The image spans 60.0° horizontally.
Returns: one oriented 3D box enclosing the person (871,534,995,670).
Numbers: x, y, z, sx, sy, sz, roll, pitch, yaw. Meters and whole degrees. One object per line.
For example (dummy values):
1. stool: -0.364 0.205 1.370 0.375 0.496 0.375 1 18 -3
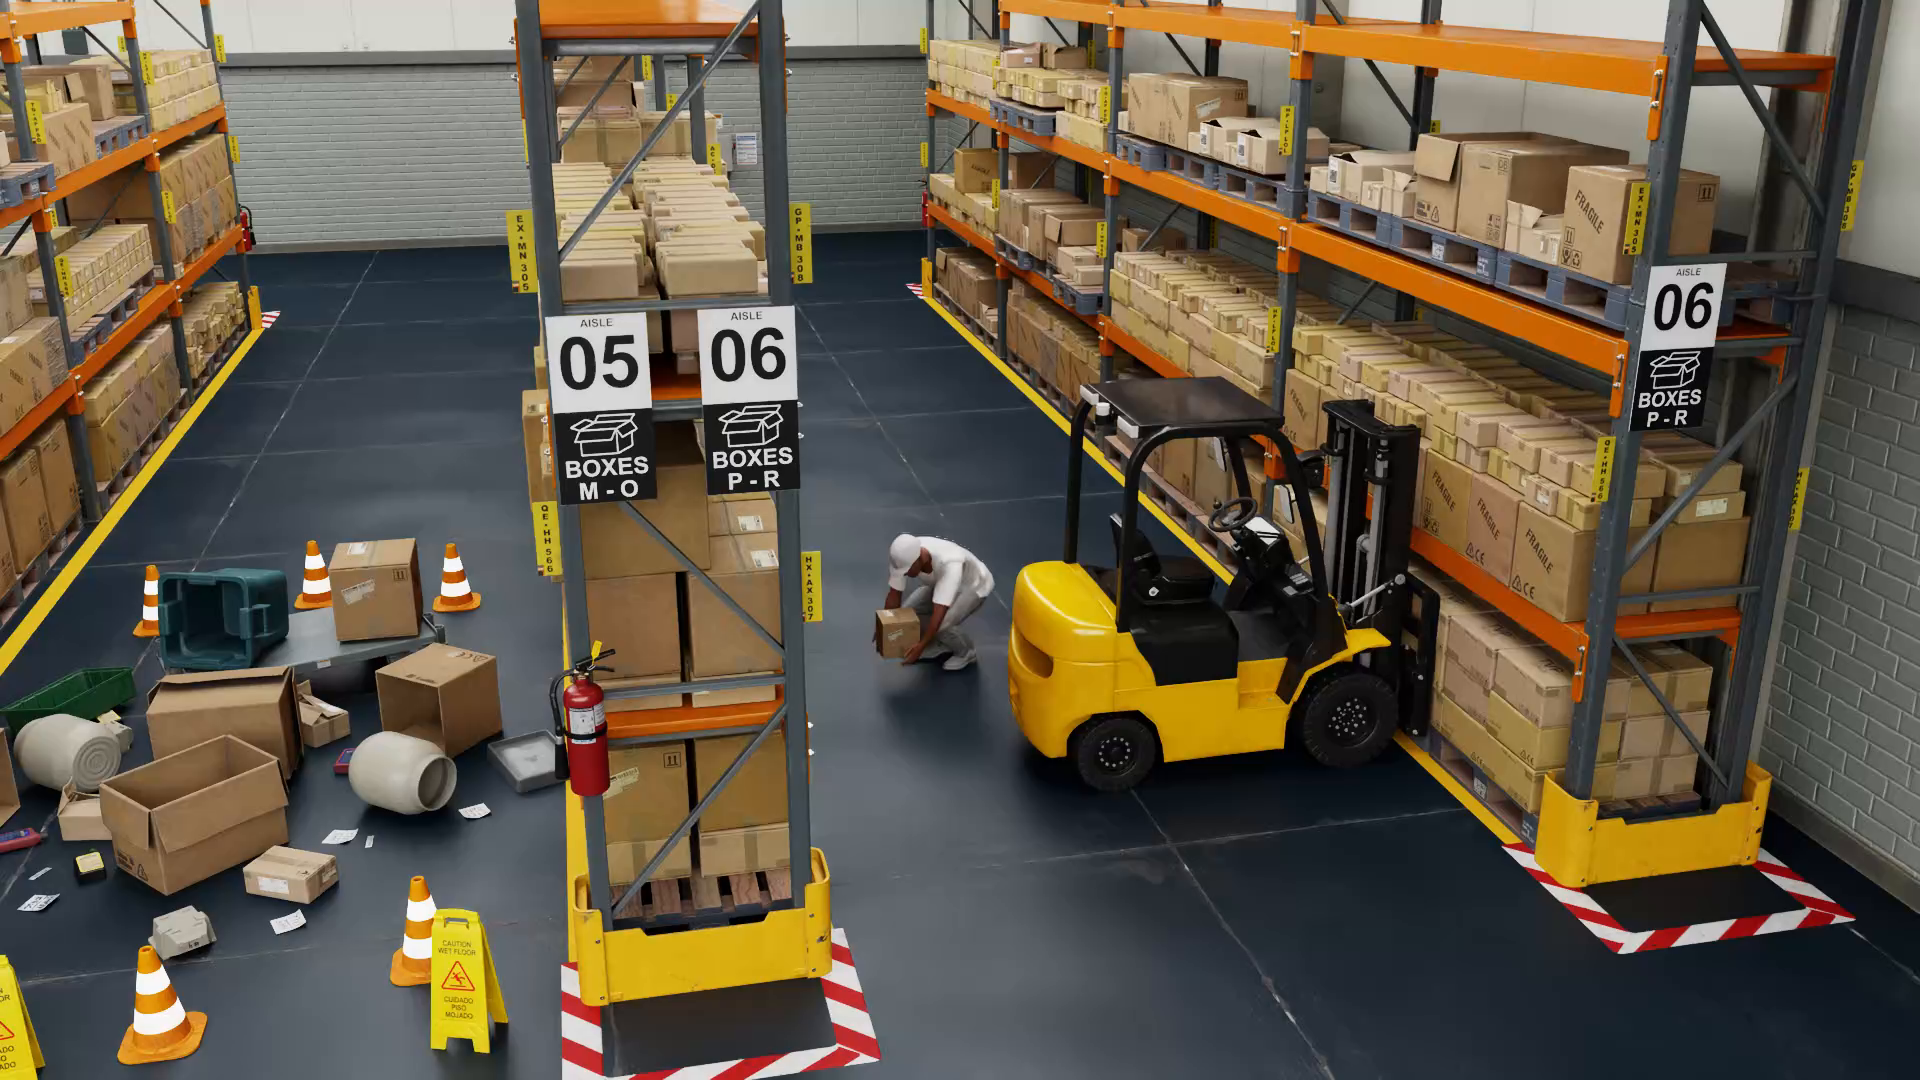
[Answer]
1. person: -0.150 0.375 11.088 0.889 1.029 0.583 -17 26 -40
